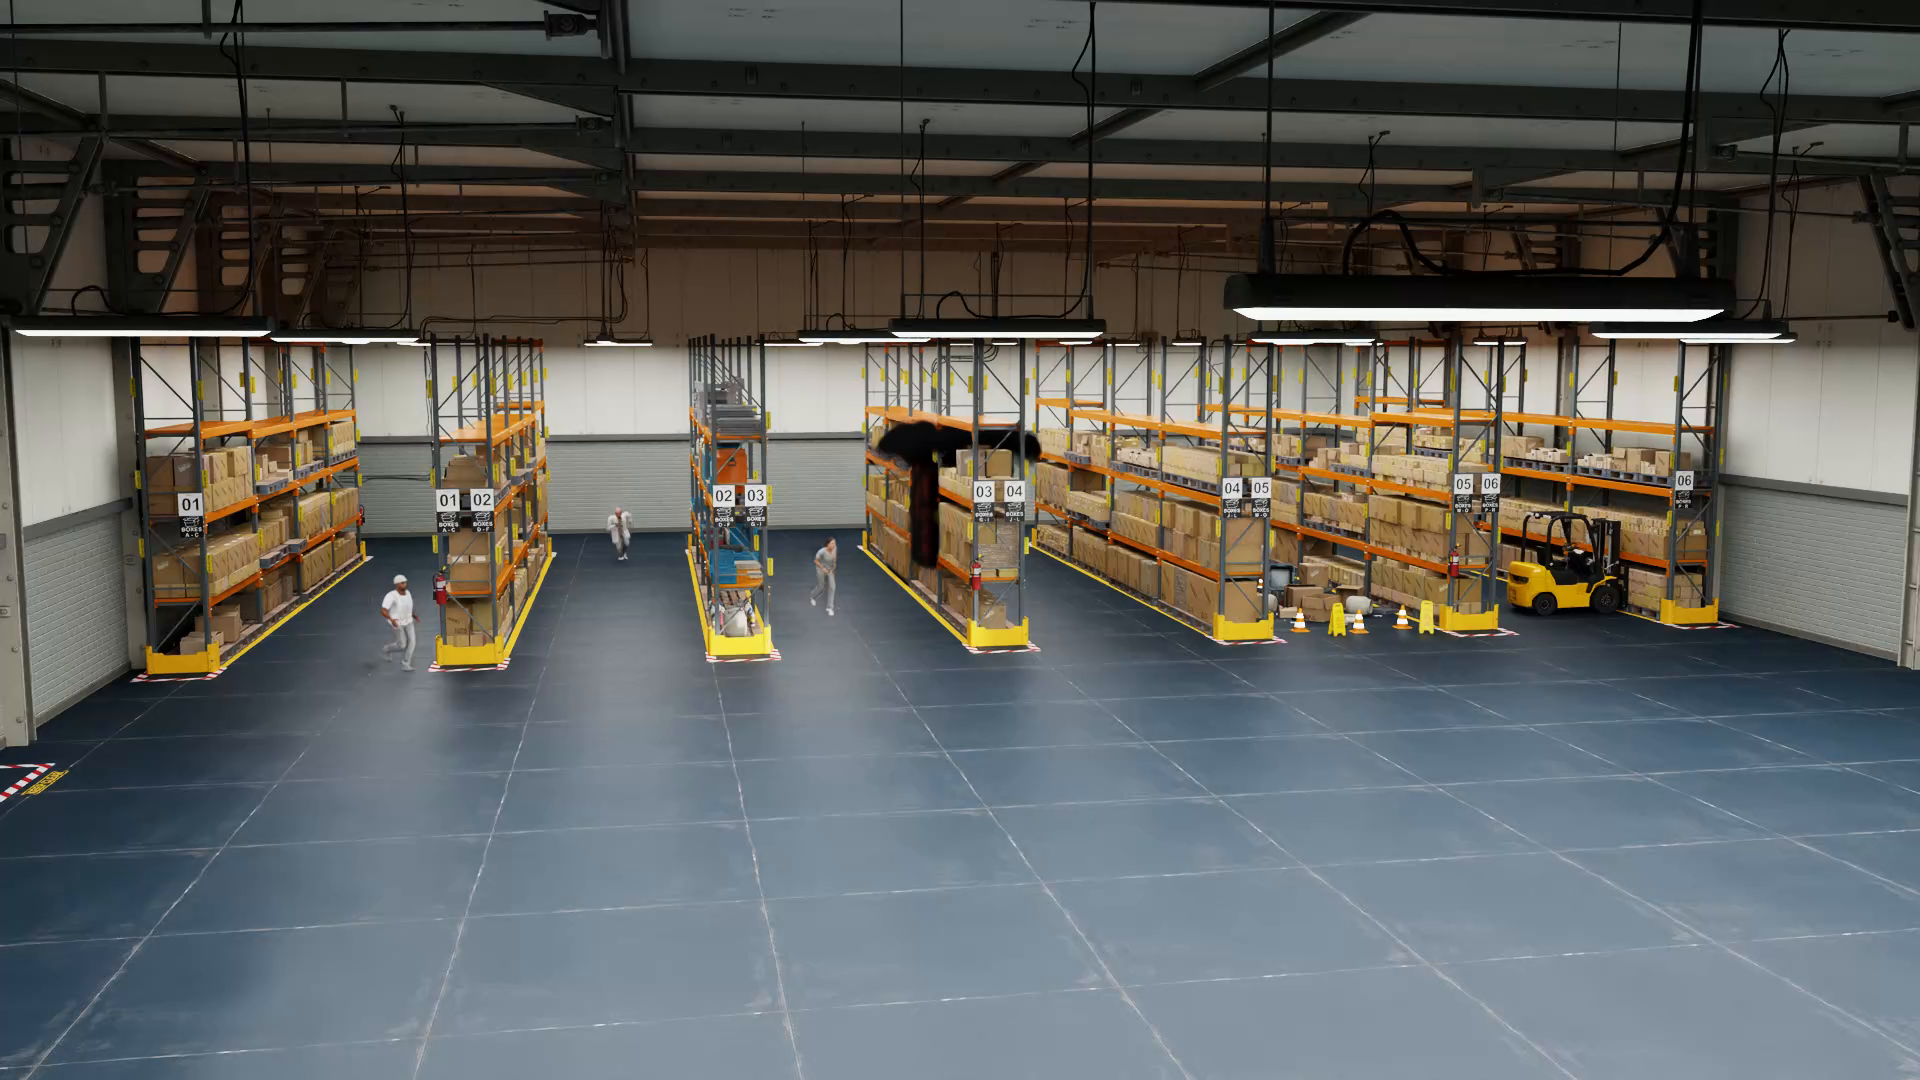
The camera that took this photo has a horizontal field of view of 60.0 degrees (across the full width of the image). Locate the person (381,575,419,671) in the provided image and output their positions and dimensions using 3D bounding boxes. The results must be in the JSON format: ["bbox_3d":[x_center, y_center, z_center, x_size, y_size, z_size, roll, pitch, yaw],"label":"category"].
[{"bbox_3d":[-10.021,1.480,29.704,0.721,1.724,0.706,4,8,31],"label":"person"}]

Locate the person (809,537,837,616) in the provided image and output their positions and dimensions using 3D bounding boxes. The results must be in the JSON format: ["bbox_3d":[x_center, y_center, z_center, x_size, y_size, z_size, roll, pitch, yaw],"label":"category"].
[{"bbox_3d":[-2.867,0.713,34.772,0.588,1.624,0.998,-5,8,-38],"label":"person"}]

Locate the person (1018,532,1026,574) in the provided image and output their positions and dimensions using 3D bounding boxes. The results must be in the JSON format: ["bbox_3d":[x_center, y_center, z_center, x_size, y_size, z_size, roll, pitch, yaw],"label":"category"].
[{"bbox_3d":[1.357,0.242,41.494,0.549,1.537,0.867,-3,7,-24],"label":"person"}]

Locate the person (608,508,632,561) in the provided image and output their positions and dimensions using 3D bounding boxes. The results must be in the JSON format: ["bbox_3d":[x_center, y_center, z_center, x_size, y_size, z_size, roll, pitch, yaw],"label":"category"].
[{"bbox_3d":[-9.135,-0.155,44.770,0.725,1.491,1.054,-2,7,-20],"label":"person"}]
